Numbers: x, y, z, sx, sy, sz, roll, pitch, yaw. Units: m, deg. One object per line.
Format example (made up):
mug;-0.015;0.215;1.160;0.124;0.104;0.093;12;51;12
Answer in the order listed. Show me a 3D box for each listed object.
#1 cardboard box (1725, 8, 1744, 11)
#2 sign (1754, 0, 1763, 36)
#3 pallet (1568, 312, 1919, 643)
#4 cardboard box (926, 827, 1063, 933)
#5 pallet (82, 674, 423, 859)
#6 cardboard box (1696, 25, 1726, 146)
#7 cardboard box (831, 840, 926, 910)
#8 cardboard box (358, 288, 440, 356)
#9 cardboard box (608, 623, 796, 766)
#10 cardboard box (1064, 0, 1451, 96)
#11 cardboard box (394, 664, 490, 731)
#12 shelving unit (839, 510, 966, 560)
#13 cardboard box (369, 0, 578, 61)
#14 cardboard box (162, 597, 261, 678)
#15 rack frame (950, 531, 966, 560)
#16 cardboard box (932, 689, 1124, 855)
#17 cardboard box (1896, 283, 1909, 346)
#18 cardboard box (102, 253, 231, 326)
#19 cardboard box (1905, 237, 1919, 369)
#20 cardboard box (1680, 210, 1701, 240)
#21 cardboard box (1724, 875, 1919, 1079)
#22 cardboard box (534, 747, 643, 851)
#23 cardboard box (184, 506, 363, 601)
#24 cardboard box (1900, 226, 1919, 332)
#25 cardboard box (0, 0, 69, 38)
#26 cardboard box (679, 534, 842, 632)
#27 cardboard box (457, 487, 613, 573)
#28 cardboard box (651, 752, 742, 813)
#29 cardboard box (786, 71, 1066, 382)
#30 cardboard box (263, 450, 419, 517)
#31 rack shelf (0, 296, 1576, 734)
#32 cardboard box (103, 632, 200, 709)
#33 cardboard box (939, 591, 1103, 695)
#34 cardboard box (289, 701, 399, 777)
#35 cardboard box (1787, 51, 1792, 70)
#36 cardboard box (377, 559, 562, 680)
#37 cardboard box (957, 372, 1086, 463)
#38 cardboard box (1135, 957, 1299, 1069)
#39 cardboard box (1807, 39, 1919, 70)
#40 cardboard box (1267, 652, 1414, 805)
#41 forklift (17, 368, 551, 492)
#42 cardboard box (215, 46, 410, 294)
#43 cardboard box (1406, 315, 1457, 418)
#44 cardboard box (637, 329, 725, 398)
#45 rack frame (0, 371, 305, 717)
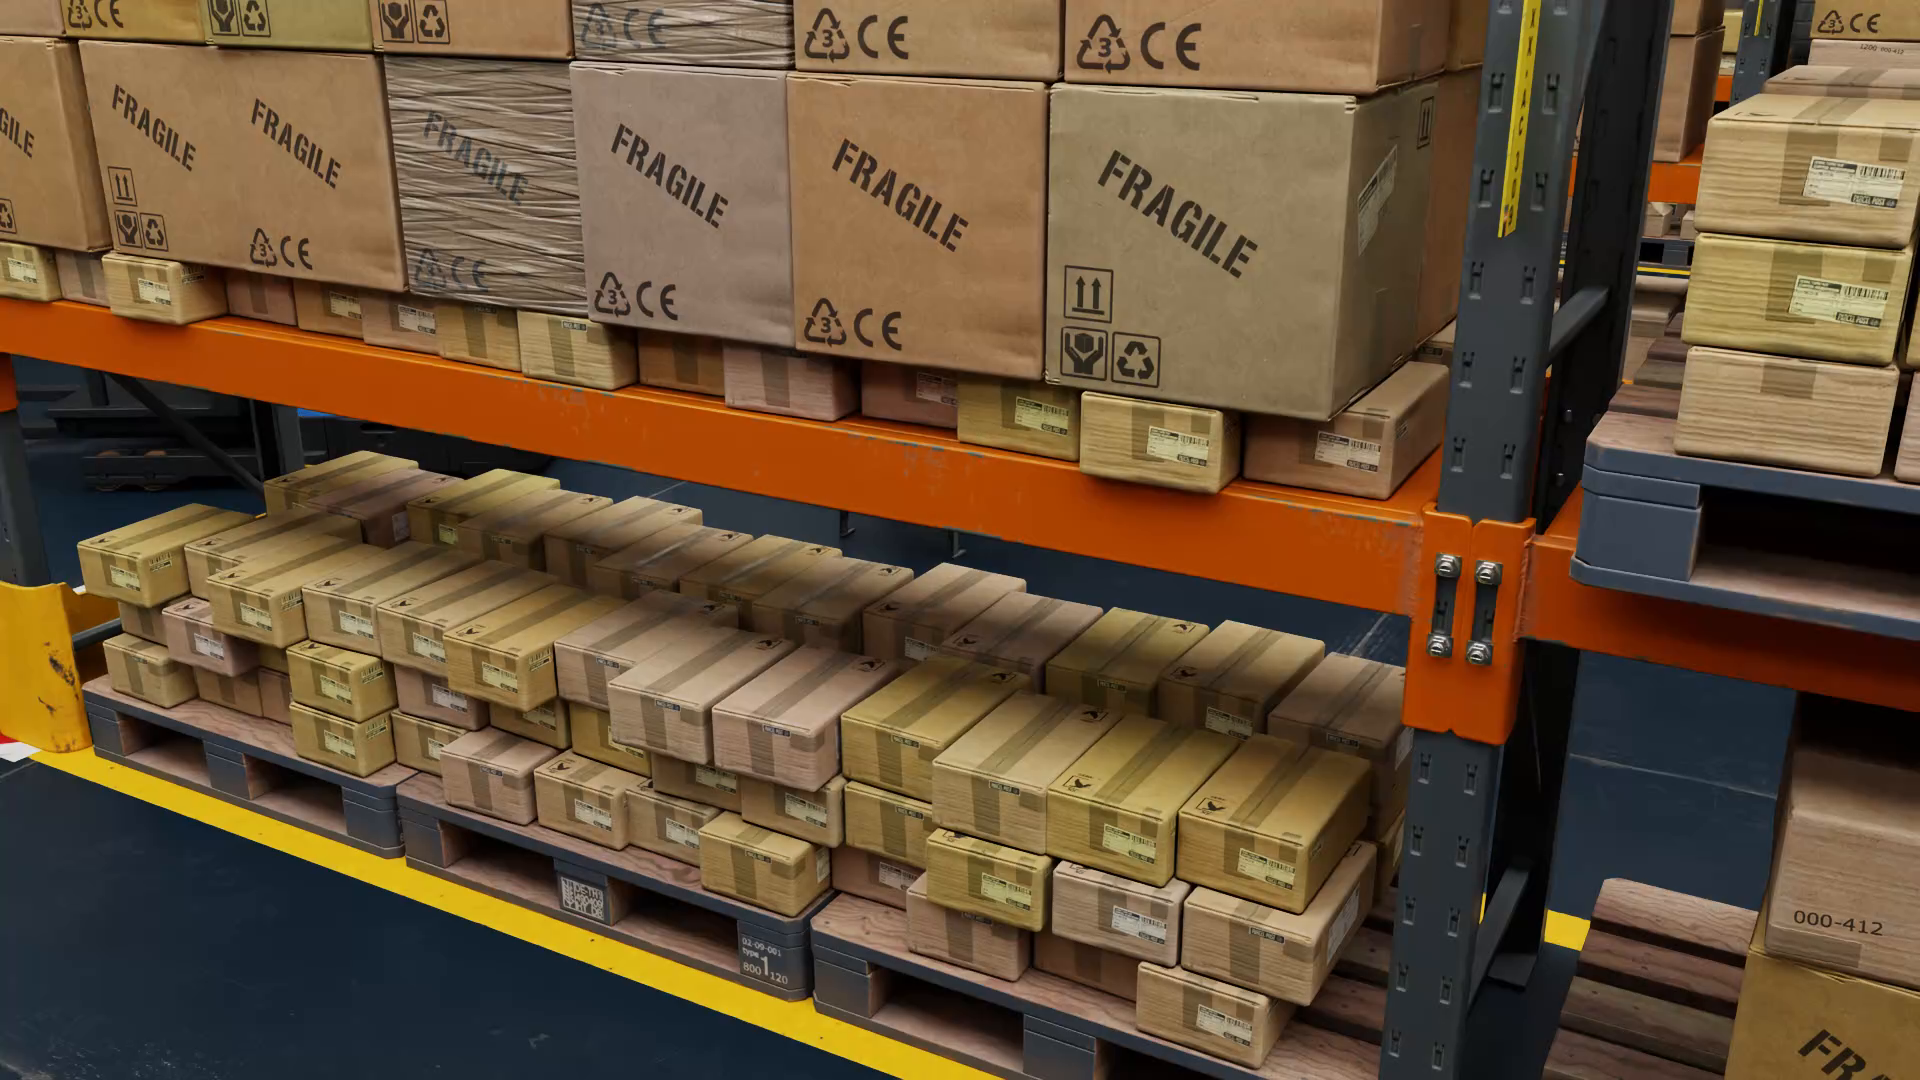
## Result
cardboard box;5.486;-3.549;11.534;0.500;0.250;0.500;11;22;27
sign;3.099;-2.117;6.418;0.005;0.325;0.100;11;23;27
pallet;1.639;-0.088;2.489;1.213;0.211;1.003;11;23;27
cardboard box;0.128;0.616;3.396;0.250;0.149;0.380;10;22;25
pallet;-1.691;0.456;4.799;1.213;0.211;1.003;11;23;27
cardboard box;3.087;-2.042;7.448;0.500;0.500;0.500;12;23;29
cardboard box;-0.084;0.658;3.717;0.250;0.149;0.380;10;22;26
cardboard box;-1.155;-0.549;3.848;0.250;0.149;0.380;10;22;26
cardboard box;-0.569;0.338;3.726;0.250;0.149;0.380;10;22;25
cardboard box;0.501;-1.003;2.681;0.500;0.500;0.500;10;22;25
cardboard box;-1.200;0.321;4.211;0.250;0.149;0.380;10;22;25
shelving unit;-0.145;-1.015;6.083;0.503;2.100;0.431;11;23;27
cardboard box;-0.853;-1.258;3.384;0.500;0.500;0.500;10;22;26
cardboard box;-1.905;0.215;4.501;0.250;0.149;0.380;11;23;27
rack frame;0.069;-0.974;5.971;0.015;2.100;0.400;11;23;27
cardboard box;0.142;0.463;3.382;0.250;0.149;0.380;11;22;27
cardboard box;1.486;-0.420;2.878;0.250;0.149;0.380;10;22;26
cardboard box;-1.875;-0.653;4.135;0.250;0.149;0.380;10;22;26
cardboard box;1.390;-0.322;2.171;0.250;0.149;0.380;10;22;26
cardboard box;5.157;-2.179;11.539;0.250;0.149;0.380;10;22;26
cardboard box;1.559;0.831;2.724;0.500;0.500;0.500;12;23;29
cardboard box;-0.791;0.565;3.973;0.250;0.149;0.380;11;23;27
cardboard box;-1.858;0.048;4.526;0.250;0.149;0.380;11;23;28
cardboard box;3.949;-0.958;7.107;0.875;0.875;0.875;12;23;29
cardboard box;-2.187;-1.517;4.098;0.500;0.500;0.500;11;22;27
cardboard box;-0.509;0.128;4.305;0.250;0.149;0.380;11;23;28
cardboard box;-1.189;-0.012;4.691;0.250;0.149;0.380;10;22;25
cardboard box;-0.499;0.458;3.831;0.250;0.149;0.380;10;22;25
cardboard box;0.030;-0.618;3.087;0.500;0.500;0.500;10;22;26
cardboard box;-1.863;-0.138;5.038;0.250;0.149;0.380;11;23;28
rack shelf;-0.703;-0.343;3.966;4.000;0.370;1.077;11;23;27
cardboard box;-2.148;0.312;4.672;0.250;0.149;0.380;11;23;28
cardboard box;0.148;0.269;3.919;0.250;0.149;0.380;10;22;26
cardboard box;-1.490;0.445;4.303;0.250;0.149;0.380;11;23;28
cardboard box;5.385;-3.177;11.092;0.250;0.149;0.380;11;23;28
cardboard box;-1.206;0.194;4.125;0.250;0.149;0.380;12;23;29
cardboard box;0.197;-0.281;3.108;0.250;0.149;0.380;12;23;29
cardboard box;0.534;0.831;3.241;0.250;0.149;0.380;11;23;28
cardboard box;3.615;-1.846;6.542;0.500;0.250;0.500;10;22;26
cardboard box;0.843;0.396;3.567;0.250;0.149;0.380;12;23;29
forklift;-3.280;-1.763;6.927;3.031;2.935;1.130;-1;20;-2
cardboard box;-1.291;-0.877;3.800;0.500;0.500;0.500;11;23;28
cardboard box;0.955;-0.375;3.367;0.250;0.149;0.380;12;23;29
cardboard box;-0.464;-0.425;3.507;0.250;0.149;0.380;10;22;27
rack frame;-2.449;-1.013;4.760;0.127;3.000;1.000;11;23;27
